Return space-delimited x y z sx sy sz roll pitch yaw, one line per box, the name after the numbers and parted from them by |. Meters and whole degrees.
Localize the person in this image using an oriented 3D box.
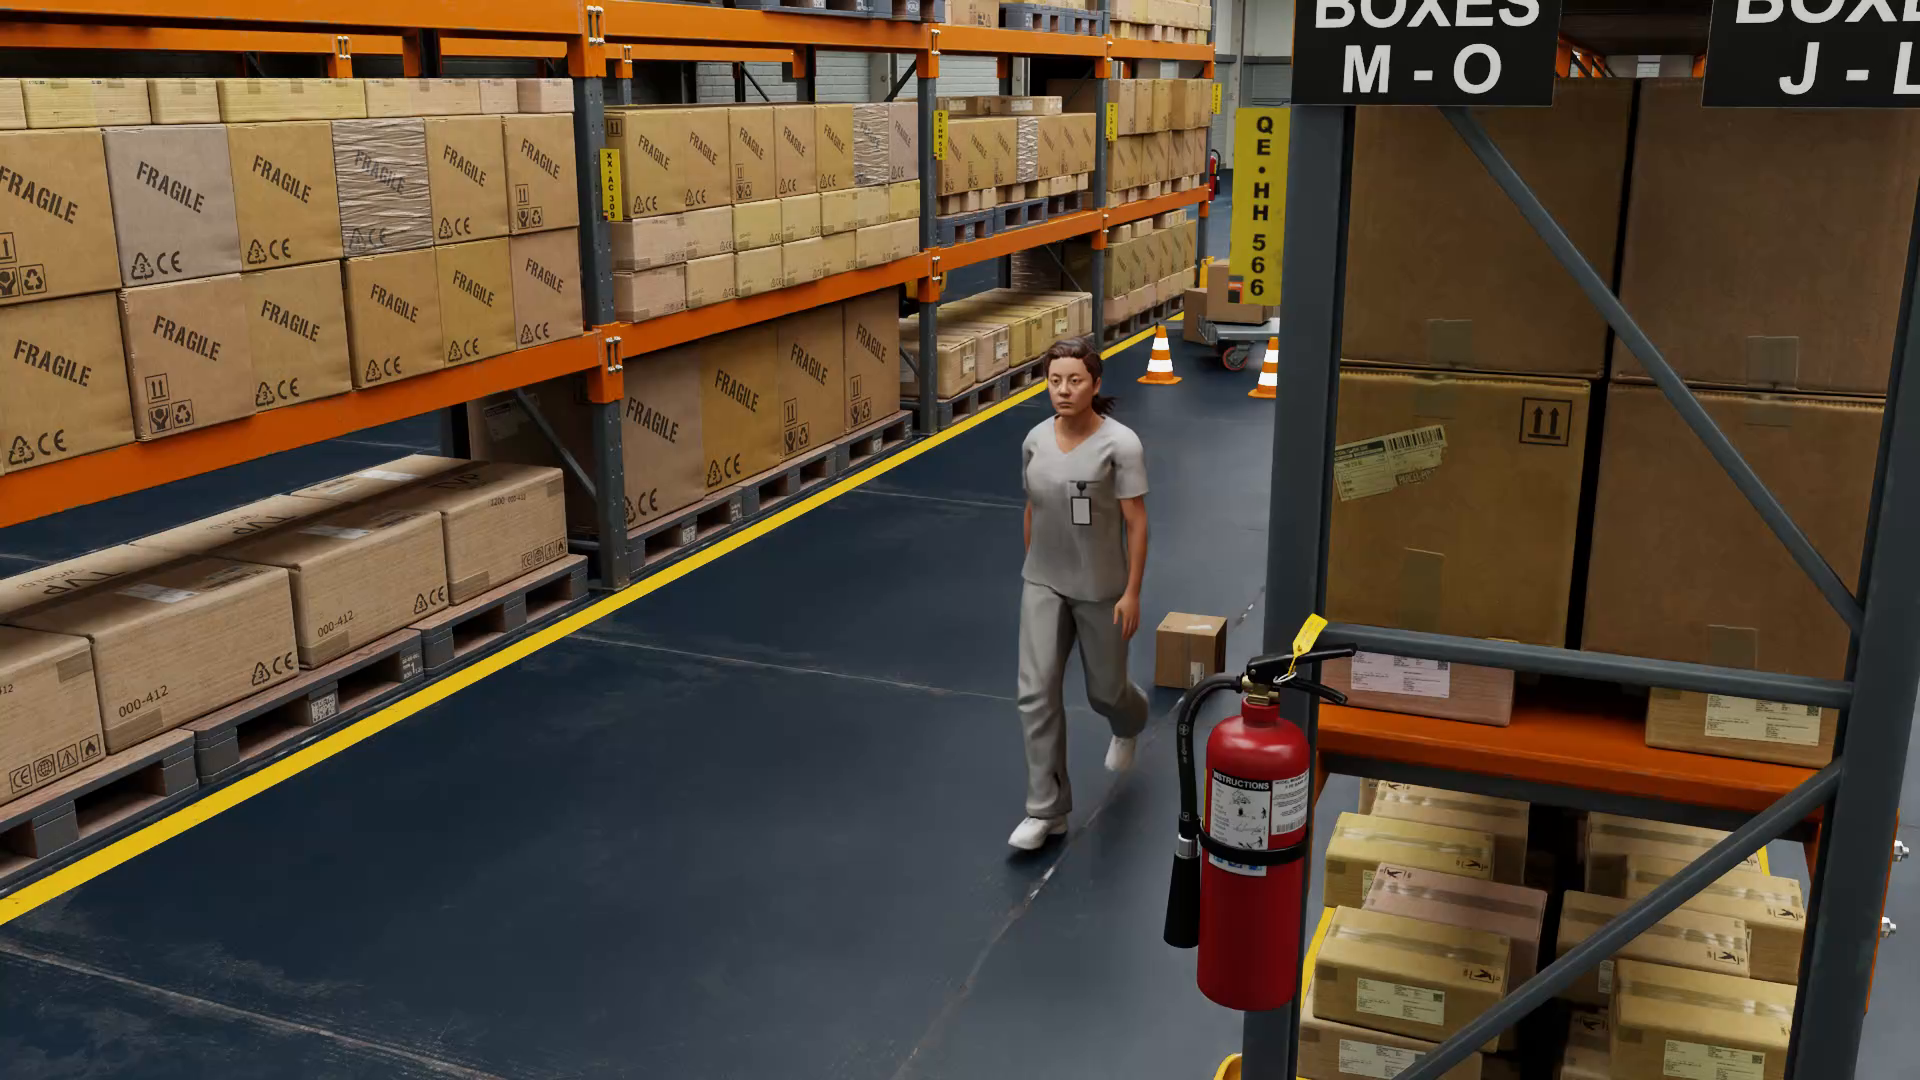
0.424 0.139 5.513 0.456 1.637 0.891 7 17 24 | person
